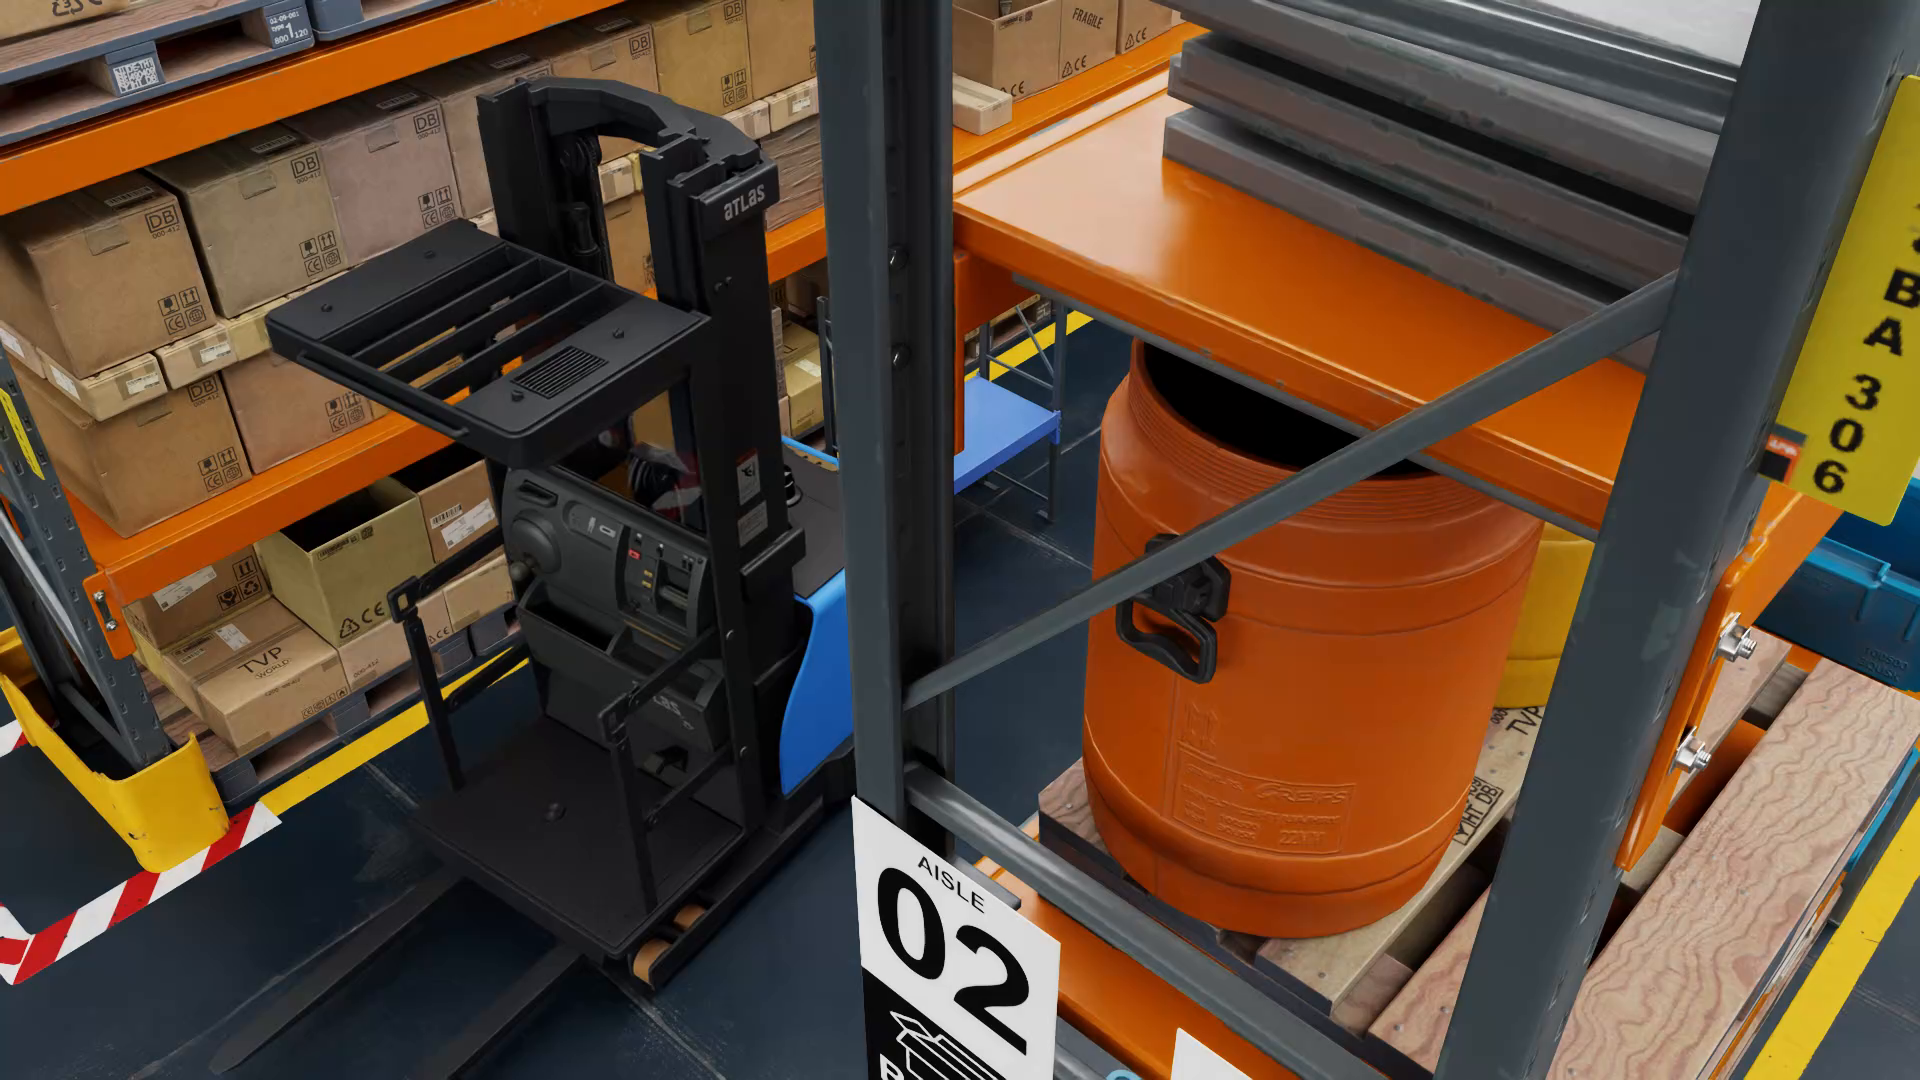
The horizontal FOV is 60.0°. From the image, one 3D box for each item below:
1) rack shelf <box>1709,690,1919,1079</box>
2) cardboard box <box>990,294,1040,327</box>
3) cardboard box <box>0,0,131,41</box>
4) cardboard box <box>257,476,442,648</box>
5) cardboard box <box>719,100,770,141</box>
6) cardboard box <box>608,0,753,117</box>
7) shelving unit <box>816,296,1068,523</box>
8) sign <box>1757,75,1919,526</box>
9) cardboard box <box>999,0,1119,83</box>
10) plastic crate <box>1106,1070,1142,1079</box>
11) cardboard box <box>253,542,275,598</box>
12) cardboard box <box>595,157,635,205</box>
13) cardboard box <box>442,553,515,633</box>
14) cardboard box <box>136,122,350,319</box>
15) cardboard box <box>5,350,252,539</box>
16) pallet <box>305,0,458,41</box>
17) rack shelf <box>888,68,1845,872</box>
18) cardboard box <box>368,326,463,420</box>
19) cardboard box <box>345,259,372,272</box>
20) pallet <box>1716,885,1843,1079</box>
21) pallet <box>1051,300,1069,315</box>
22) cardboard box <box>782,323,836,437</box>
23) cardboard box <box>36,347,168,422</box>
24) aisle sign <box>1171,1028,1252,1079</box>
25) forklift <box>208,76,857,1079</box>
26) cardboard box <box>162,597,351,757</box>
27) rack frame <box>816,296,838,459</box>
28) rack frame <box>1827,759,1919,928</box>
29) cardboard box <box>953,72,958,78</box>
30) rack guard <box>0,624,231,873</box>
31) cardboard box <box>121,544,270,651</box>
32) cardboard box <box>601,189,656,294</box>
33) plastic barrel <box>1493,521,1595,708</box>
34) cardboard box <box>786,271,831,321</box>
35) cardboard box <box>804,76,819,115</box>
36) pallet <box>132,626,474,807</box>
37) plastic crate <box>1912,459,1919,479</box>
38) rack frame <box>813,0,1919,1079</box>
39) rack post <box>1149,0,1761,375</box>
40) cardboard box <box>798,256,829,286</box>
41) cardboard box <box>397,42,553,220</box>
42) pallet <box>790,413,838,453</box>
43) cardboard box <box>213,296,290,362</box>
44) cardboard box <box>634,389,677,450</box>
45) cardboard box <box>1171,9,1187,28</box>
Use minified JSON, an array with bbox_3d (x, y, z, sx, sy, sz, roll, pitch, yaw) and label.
[{"bbox_3d":[1.605,1.238,4.645,1.077,0.370,4.000,30,47,32],"label":"rack shelf"},{"bbox_3d":[0.101,-1.448,9.316,0.500,0.250,0.500,31,48,33],"label":"cardboard box"},{"bbox_3d":[-3.007,-1.903,5.073,0.637,0.503,0.797,-31,48,-33],"label":"cardboard box"},{"bbox_3d":[-2.536,0.028,6.857,0.500,0.500,0.500,30,47,32],"label":"cardboard box"},{"bbox_3d":[-1.068,-1.888,7.397,0.380,0.149,0.250,28,46,31],"label":"cardboard box"},{"bbox_3d":[-1.334,-2.152,7.207,0.700,0.500,0.500,30,47,32],"label":"cardboard box"},{"bbox_3d":[-0.058,-0.548,7.517,0.538,1.500,1.048,30,47,32],"label":"shelving unit"},{"bbox_3d":[0.659,-0.158,1.171,0.100,0.325,0.005,30,47,32],"label":"sign"},{"bbox_3d":[0.524,-2.902,9.192,0.500,0.500,0.500,30,47,32],"label":"cardboard box"},{"bbox_3d":[0.373,1.578,3.759,0.499,0.251,0.616,30,47,32],"label":"plastic crate"},{"bbox_3d":[-2.926,0.100,7.370,0.500,0.250,0.500,30,47,32],"label":"cardboard box"},{"bbox_3d":[-1.582,-1.540,6.958,0.380,0.149,0.250,31,48,33],"label":"cardboard box"},{"bbox_3d":[-2.200,0.091,7.380,0.500,0.250,0.500,30,47,32],"label":"cardboard box"},{"bbox_3d":[-2.687,-1.231,6.049,0.700,0.500,0.500,28,46,31],"label":"cardboard box"},{"bbox_3d":[-3.074,-0.455,6.115,0.700,0.500,0.500,30,47,32],"label":"cardboard box"},{"bbox_3d":[-2.079,-2.223,6.080,1.003,0.211,1.213,30,47,32],"label":"pallet"},{"bbox_3d":[1.605,-0.954,2.902,1.077,0.370,4.000,30,47,32],"label":"rack shelf"},{"bbox_3d":[-2.384,-0.924,6.705,0.700,0.500,0.500,30,47,32],"label":"cardboard box"},{"bbox_3d":[-2.279,-1.065,6.361,0.380,0.149,0.250,28,46,31],"label":"cardboard box"},{"bbox_3d":[2.471,1.420,6.079,1.003,0.211,1.213,30,47,32],"label":"pallet"},{"bbox_3d":[0.592,-1.871,10.217,1.003,0.211,1.213,30,47,32],"label":"pallet"},{"bbox_3d":[-0.851,-0.828,8.536,0.500,0.250,0.500,30,47,32],"label":"cardboard box"},{"bbox_3d":[-2.974,-0.590,5.763,0.380,0.149,0.250,29,47,32],"label":"cardboard box"},{"bbox_3d":[0.424,1.013,2.260,0.394,0.787,0.004,30,47,32],"label":"aisle sign"},{"bbox_3d":[-1.342,0.114,5.535,1.130,2.935,3.031,24,44,27],"label":"forklift"},{"bbox_3d":[-2.872,0.552,6.801,0.500,0.250,0.500,30,47,32],"label":"cardboard box"},{"bbox_3d":[-0.400,-0.314,7.224,0.500,1.500,0.032,30,47,32],"label":"rack frame"},{"bbox_3d":[2.954,0.037,5.577,1.000,3.000,0.127,30,47,32],"label":"rack frame"},{"bbox_3d":[-0.242,-2.473,8.841,0.396,0.266,0.258,28,47,31],"label":"cardboard box"},{"bbox_3d":[-3.414,0.783,6.647,1.175,0.500,0.348,30,47,32],"label":"rack guard"},{"bbox_3d":[-3.256,0.040,6.842,0.500,0.500,0.500,30,47,32],"label":"cardboard box"},{"bbox_3d":[-1.686,-1.403,7.308,0.700,0.500,0.500,30,48,32],"label":"cardboard box"},{"bbox_3d":[0.931,-0.114,2.868,0.600,0.588,0.600,0,38,0],"label":"plastic barrel"},{"bbox_3d":[-0.634,-1.445,9.312,0.500,0.250,0.500,29,47,31],"label":"cardboard box"},{"bbox_3d":[-0.725,-2.122,7.691,0.380,0.149,0.250,30,47,32],"label":"cardboard box"},{"bbox_3d":[-2.913,0.516,7.215,1.003,0.211,1.213,30,47,32],"label":"pallet"},{"bbox_3d":[2.170,-0.126,3.584,0.243,0.136,0.396,30,47,32],"label":"plastic crate"},{"bbox_3d":[0.256,-0.473,1.398,1.000,3.000,0.127,30,47,32],"label":"rack frame"},{"bbox_3d":[0.860,-0.571,1.924,0.954,0.300,0.937,-29,47,-31],"label":"rack post"},{"bbox_3d":[-0.638,-1.658,9.130,0.500,0.311,0.500,30,47,32],"label":"cardboard box"},{"bbox_3d":[-2.010,-1.693,6.630,0.700,0.500,0.500,30,47,32],"label":"cardboard box"},{"bbox_3d":[-1.267,-0.605,8.625,1.003,0.211,1.213,30,47,32],"label":"pallet"},{"bbox_3d":[-2.629,-0.826,6.061,0.380,0.149,0.250,30,47,32],"label":"cardboard box"},{"bbox_3d":[-1.531,-0.665,7.729,0.500,0.500,0.500,30,47,32],"label":"cardboard box"},{"bbox_3d":[1.180,-3.174,9.817,0.250,0.149,0.380,-30,48,-32],"label":"cardboard box"}]
